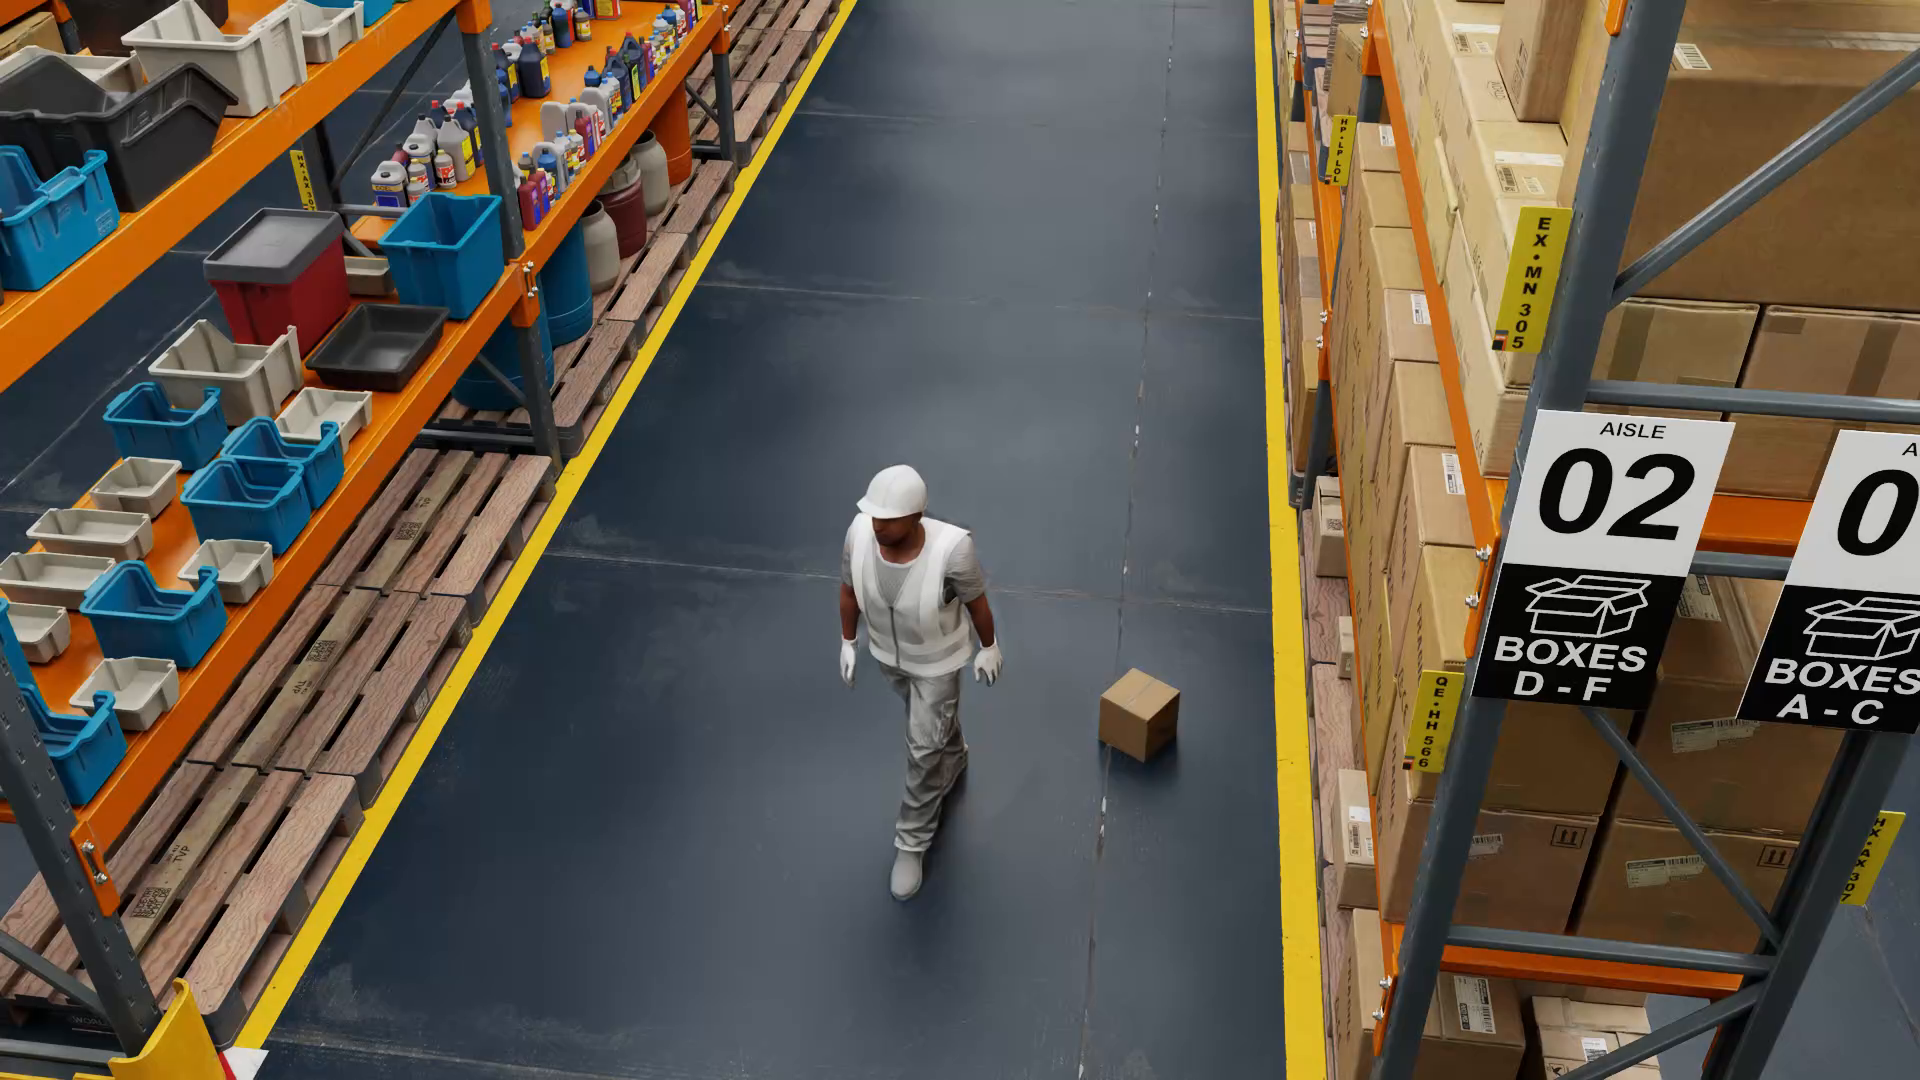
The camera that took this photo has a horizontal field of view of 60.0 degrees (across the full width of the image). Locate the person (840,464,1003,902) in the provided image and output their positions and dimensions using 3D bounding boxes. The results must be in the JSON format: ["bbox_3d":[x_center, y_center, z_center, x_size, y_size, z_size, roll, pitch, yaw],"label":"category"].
[{"bbox_3d":[-0.190,0.453,6.401,0.592,1.778,0.795,20,40,26],"label":"person"}]
